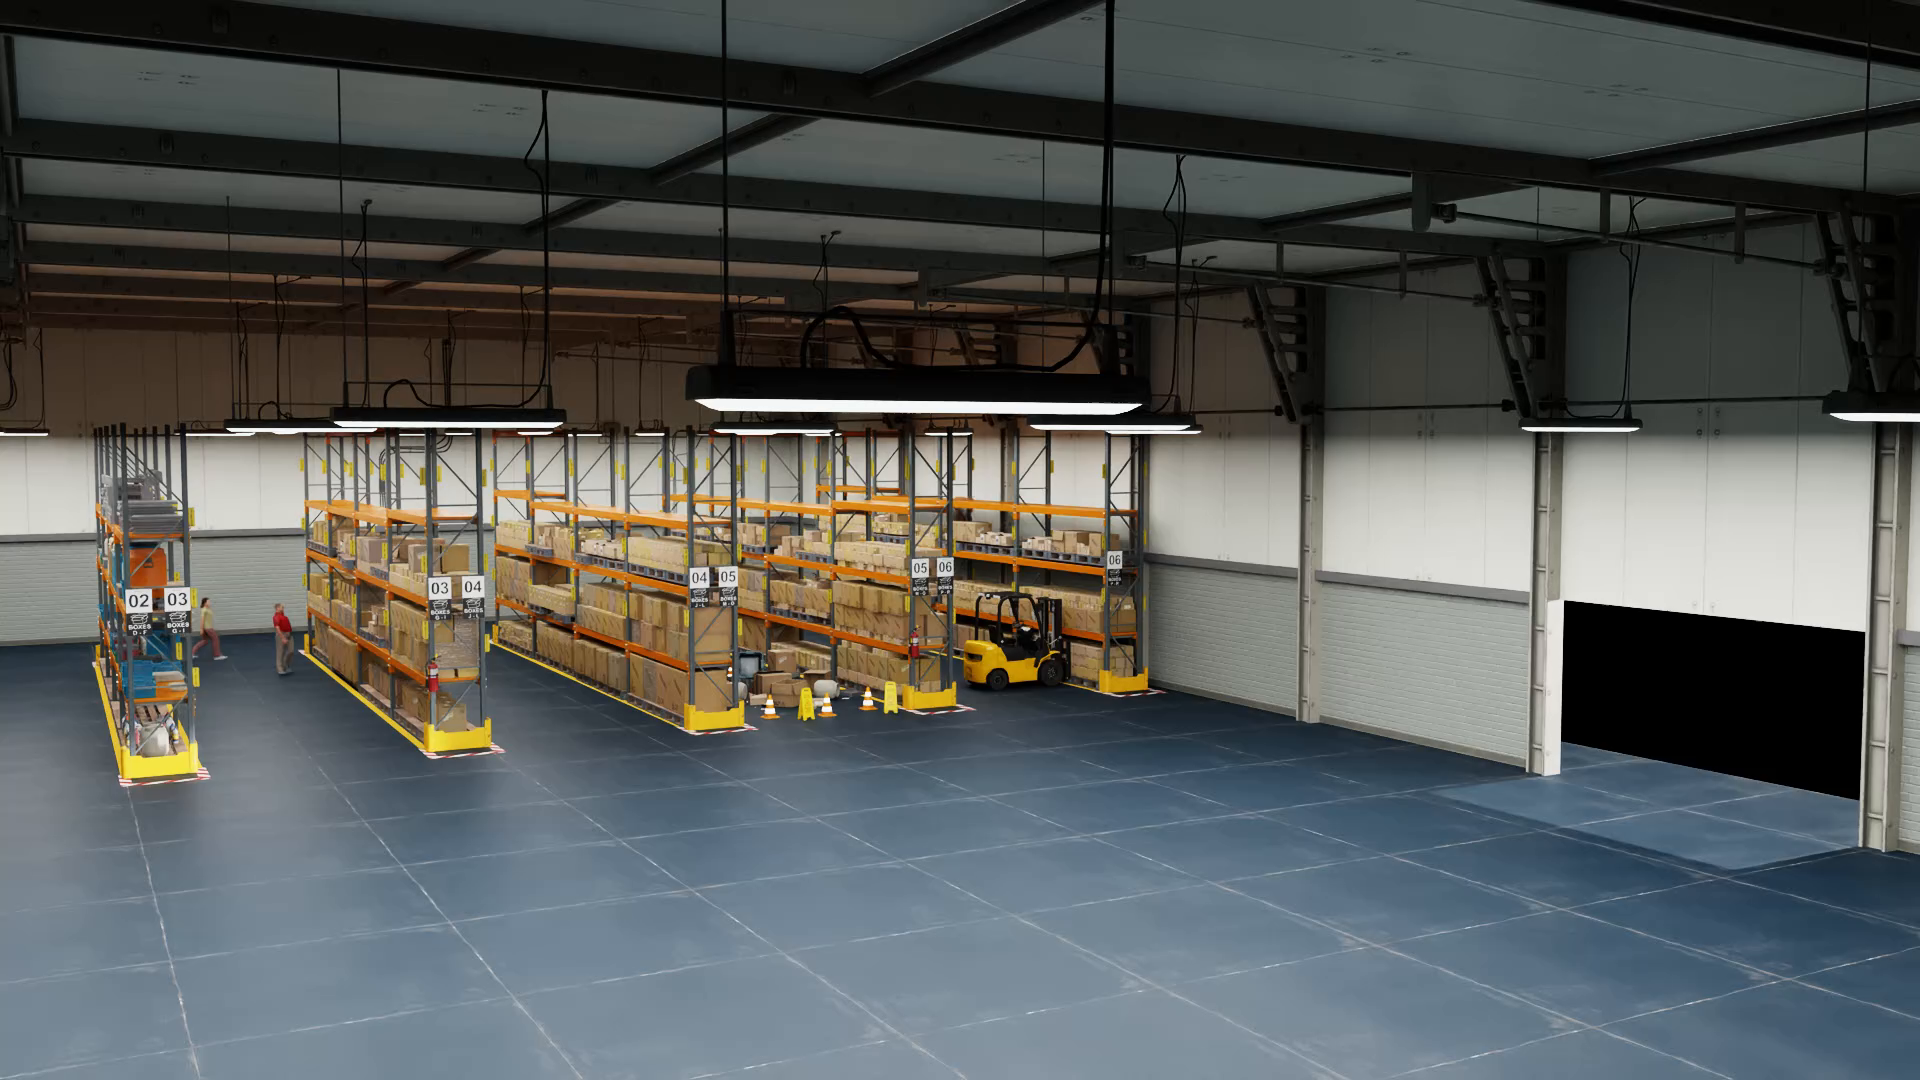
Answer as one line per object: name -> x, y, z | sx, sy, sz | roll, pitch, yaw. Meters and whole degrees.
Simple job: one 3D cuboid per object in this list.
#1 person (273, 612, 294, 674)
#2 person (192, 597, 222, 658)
person -> -16.560, 2.553, 40.662 | 0.467, 1.516, 0.580 | 2, 4, 24
person -> -19.531, 2.268, 42.981 | 0.765, 1.575, 0.442 | -3, 4, -39
